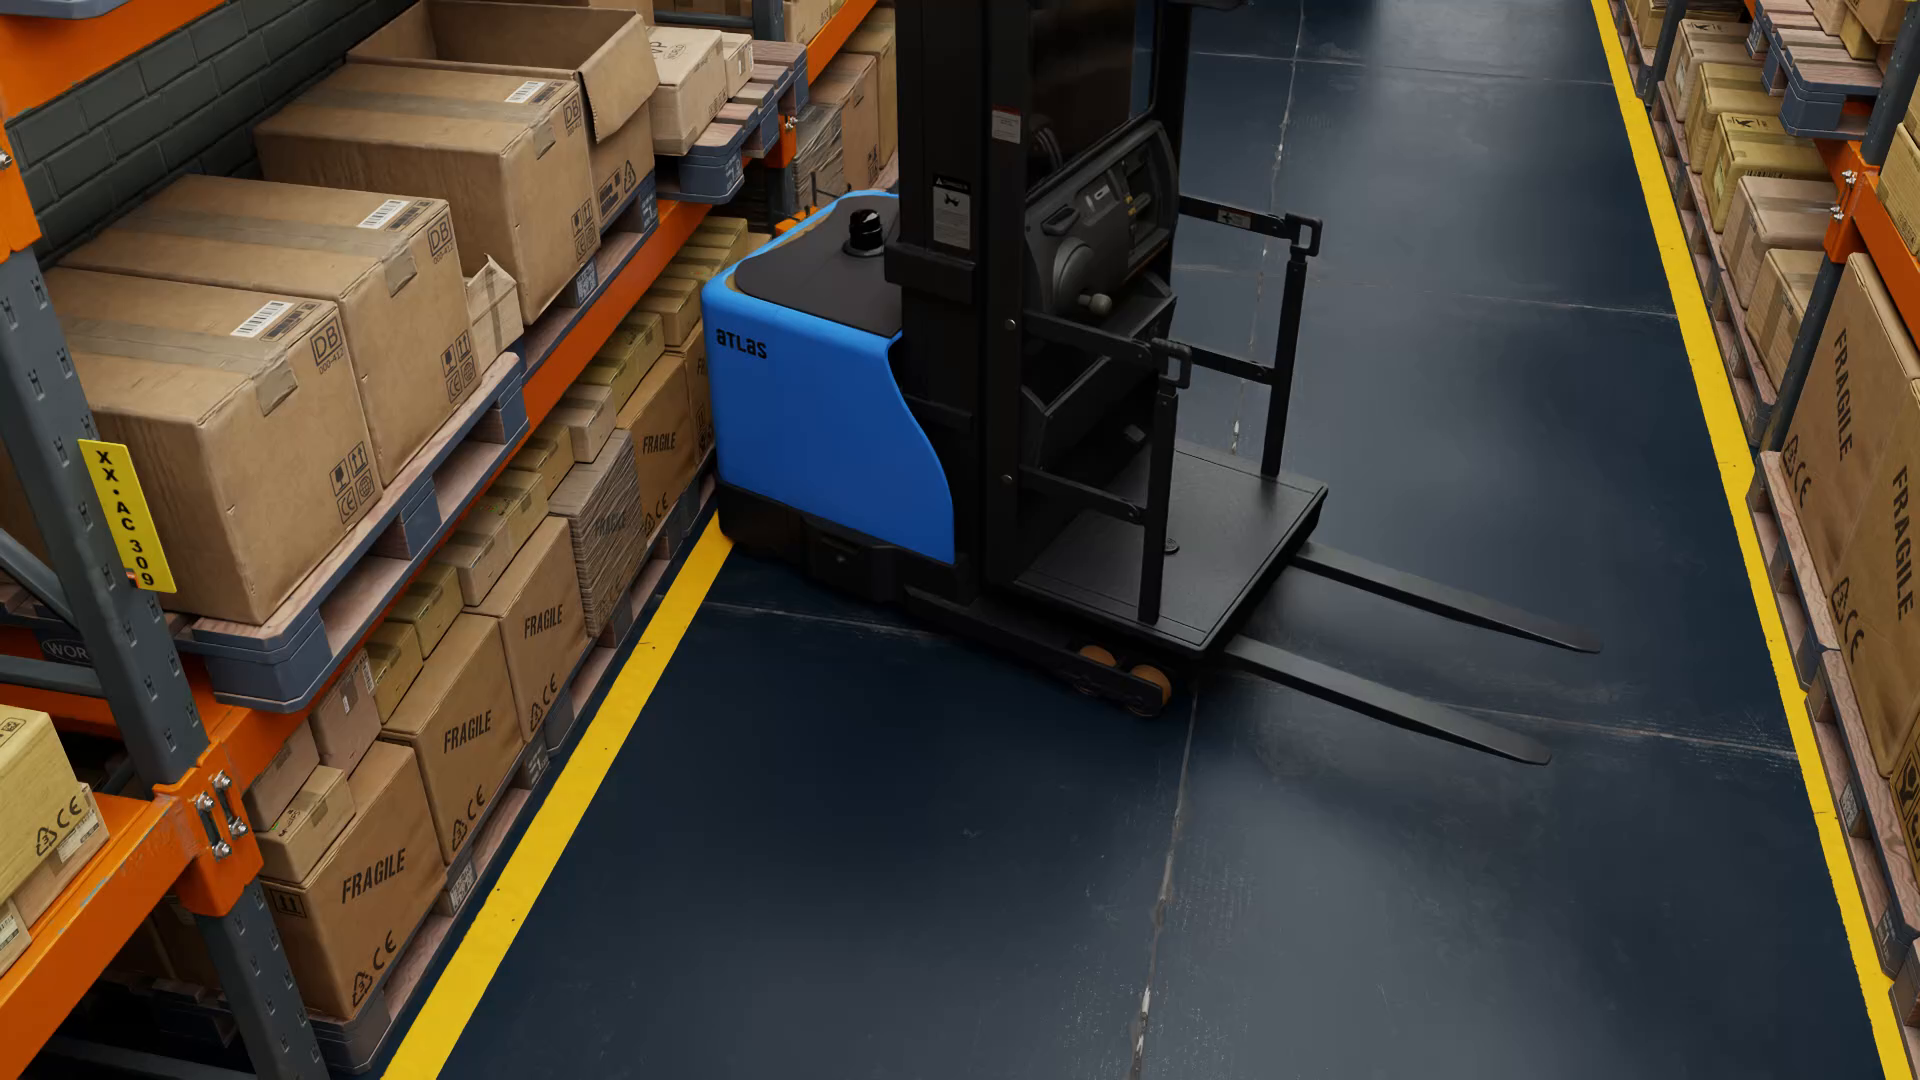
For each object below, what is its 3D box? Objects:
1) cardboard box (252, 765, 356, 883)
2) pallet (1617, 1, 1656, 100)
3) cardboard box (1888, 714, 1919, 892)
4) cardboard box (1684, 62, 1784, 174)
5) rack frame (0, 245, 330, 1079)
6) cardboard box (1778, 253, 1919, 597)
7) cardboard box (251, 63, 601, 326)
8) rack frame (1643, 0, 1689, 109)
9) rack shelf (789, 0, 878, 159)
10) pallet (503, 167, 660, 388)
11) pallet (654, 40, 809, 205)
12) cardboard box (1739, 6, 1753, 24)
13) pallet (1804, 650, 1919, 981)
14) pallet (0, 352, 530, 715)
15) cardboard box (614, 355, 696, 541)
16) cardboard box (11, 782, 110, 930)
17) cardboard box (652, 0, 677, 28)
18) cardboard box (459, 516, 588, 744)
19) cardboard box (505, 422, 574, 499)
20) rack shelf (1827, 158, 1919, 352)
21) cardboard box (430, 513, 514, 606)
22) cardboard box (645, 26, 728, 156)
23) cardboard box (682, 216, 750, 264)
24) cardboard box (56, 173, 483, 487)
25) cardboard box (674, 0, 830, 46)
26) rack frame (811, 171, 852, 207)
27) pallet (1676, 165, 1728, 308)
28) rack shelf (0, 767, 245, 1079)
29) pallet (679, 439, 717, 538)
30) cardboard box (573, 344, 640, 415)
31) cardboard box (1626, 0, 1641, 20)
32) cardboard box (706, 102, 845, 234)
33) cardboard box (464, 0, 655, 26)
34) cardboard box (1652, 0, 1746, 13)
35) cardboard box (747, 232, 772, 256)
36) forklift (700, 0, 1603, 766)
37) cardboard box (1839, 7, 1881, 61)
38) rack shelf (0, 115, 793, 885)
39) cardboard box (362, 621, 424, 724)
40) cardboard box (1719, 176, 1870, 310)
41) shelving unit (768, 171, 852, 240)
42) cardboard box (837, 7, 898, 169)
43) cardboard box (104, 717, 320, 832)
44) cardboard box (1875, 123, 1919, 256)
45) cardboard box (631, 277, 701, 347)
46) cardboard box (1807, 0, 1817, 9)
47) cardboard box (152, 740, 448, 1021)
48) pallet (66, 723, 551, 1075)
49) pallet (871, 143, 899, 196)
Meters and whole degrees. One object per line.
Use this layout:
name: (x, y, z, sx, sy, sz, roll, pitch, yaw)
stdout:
cardboard box: (-1.703, 0.655, 4.010, 0.380, 0.149, 0.250, 9, 37, 12)
pallet: (4.628, -2.979, 10.181, 1.003, 0.211, 1.213, 7, 37, 10)
cardboard box: (3.050, 0.673, 4.217, 0.875, 0.875, 0.875, 8, 37, 11)
cardboard box: (4.259, -2.111, 8.488, 0.950, 0.372, 0.625, 10, 37, 13)
rack frame: (-2.040, 0.247, 3.353, 1.000, 3.000, 0.127, 7, 37, 10)
cardboard box: (3.436, -0.350, 5.629, 0.875, 0.875, 0.875, 7, 37, 10)
cardboard box: (-1.440, -0.959, 4.574, 0.700, 0.500, 0.500, 7, 37, 10)
rack frame: (4.519, -3.719, 8.825, 1.000, 3.000, 0.127, 7, 37, 10)
rack shelf: (-0.758, -2.901, 8.310, 1.077, 0.370, 4.000, 7, 37, 10)
pallet: (-1.596, -0.853, 5.034, 1.003, 0.211, 1.213, 7, 37, 10)
pallet: (-1.262, -1.571, 6.025, 1.213, 0.211, 1.003, 7, 37, 10)
cardboard box: (4.909, -3.080, 9.929, 0.500, 0.250, 0.500, 6, 36, 8)
pallet: (3.160, 0.843, 4.907, 1.003, 0.211, 1.213, 7, 37, 10)
pallet: (-1.763, -0.119, 4.022, 1.003, 0.211, 1.213, 7, 37, 10)
cardboard box: (-1.292, -0.348, 5.947, 0.500, 0.500, 0.500, 9, 37, 12)
cardboard box: (-1.861, 0.564, 3.130, 0.380, 0.149, 0.250, 8, 37, 11)
cardboard box: (-1.339, -2.275, 6.960, 0.500, 0.250, 0.500, 7, 36, 9)
cardboard box: (-1.502, 0.248, 5.123, 0.500, 0.500, 0.500, 6, 36, 9)
cardboard box: (-1.457, -0.260, 5.272, 0.380, 0.149, 0.250, 7, 37, 10)
rack shelf: (3.237, 0.012, 4.290, 1.077, 0.370, 4.000, 7, 37, 10)
cardboard box: (-1.541, 0.040, 4.858, 0.380, 0.149, 0.250, 7, 37, 10)
cardboard box: (-1.095, -1.510, 5.547, 0.500, 0.250, 0.500, 6, 36, 8)
cardboard box: (-1.044, -1.151, 6.502, 0.380, 0.149, 0.250, 6, 36, 8)
cardboard box: (-1.607, -0.509, 3.954, 0.700, 0.500, 0.500, 8, 37, 10)
cardboard box: (-0.852, -2.209, 6.869, 0.500, 0.250, 0.500, 7, 37, 10)
rack frame: (-0.493, -0.965, 6.685, 0.200, 1.050, 0.008, 24, 42, 29)
pallet: (4.095, -1.442, 8.059, 1.003, 0.211, 1.213, 7, 37, 10)
rack shelf: (-2.467, 1.685, 1.982, 1.077, 0.370, 4.000, 7, 37, 10)
pallet: (-1.382, -0.493, 6.751, 1.003, 0.211, 1.213, 7, 37, 10)
cardboard box: (-1.324, -0.557, 5.682, 0.380, 0.149, 0.250, 7, 36, 9)
cardboard box: (4.486, -3.455, 10.446, 0.500, 0.250, 0.500, 6, 36, 9)
cardboard box: (-1.039, -1.610, 7.581, 0.875, 0.625, 0.625, 8, 37, 11)
cardboard box: (-1.448, -1.981, 5.984, 0.500, 0.500, 0.500, 9, 37, 12)
cardboard box: (4.383, -3.452, 9.803, 0.500, 0.500, 0.500, 7, 36, 9)
cardboard box: (-1.066, -0.934, 6.755, 0.500, 0.500, 0.500, 8, 37, 11)
forklift: (0.628, -0.967, 5.086, 3.031, 2.935, 1.130, 20, 40, 25)
cardboard box: (3.491, -1.874, 6.136, 0.380, 0.149, 0.250, 8, 37, 11)
rack shelf: (-1.613, -0.608, 5.146, 1.077, 0.370, 4.000, 7, 37, 10)
cardboard box: (-1.676, 0.338, 4.448, 0.380, 0.149, 0.250, 6, 36, 8)
cardboard box: (3.945, -1.278, 7.339, 0.950, 0.372, 0.625, 7, 36, 9)
shelving unit: (-0.567, -0.907, 6.606, 0.215, 1.050, 0.252, 24, 42, 29)
cardboard box: (-0.764, -2.372, 8.632, 0.875, 0.625, 0.625, 6, 36, 8)
cardboard box: (-1.763, 0.527, 3.933, 0.380, 0.149, 0.250, 7, 36, 9)
cardboard box: (3.314, -1.116, 5.361, 0.500, 0.250, 0.500, 7, 36, 9)
cardboard box: (-1.171, -0.846, 6.080, 0.380, 0.149, 0.250, 6, 36, 8)
cardboard box: (3.563, -2.168, 6.541, 0.380, 0.149, 0.250, 6, 36, 8)
cardboard box: (-1.717, 0.840, 4.307, 0.500, 0.500, 0.500, 9, 37, 12)
pallet: (-1.903, 0.906, 4.821, 1.003, 0.211, 1.213, 7, 37, 10)
pallet: (-0.709, -2.081, 8.941, 1.003, 0.211, 1.213, 7, 37, 10)
